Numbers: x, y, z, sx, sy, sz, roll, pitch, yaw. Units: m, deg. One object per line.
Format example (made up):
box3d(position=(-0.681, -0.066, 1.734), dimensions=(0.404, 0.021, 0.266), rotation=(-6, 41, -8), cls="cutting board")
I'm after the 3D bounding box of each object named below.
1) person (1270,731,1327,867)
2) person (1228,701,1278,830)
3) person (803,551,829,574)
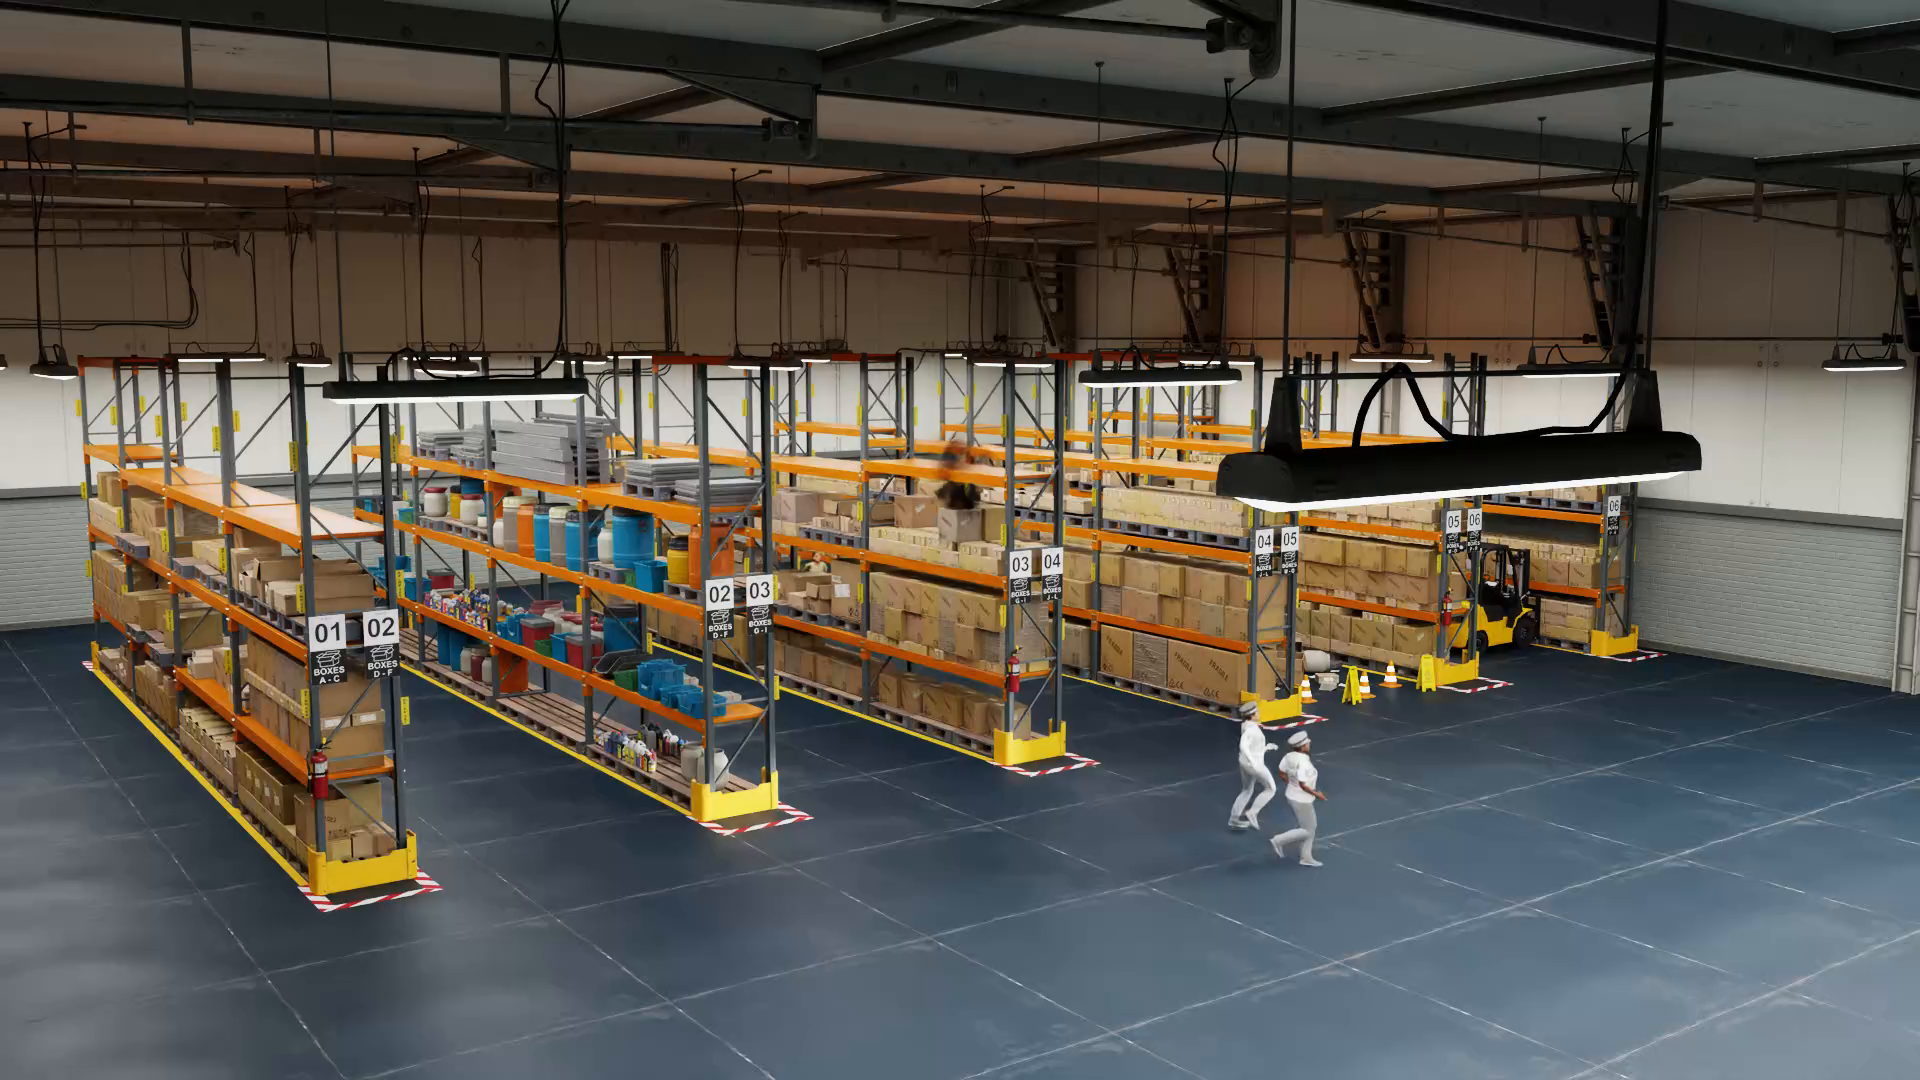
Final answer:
box3d(position=(4.023, 3.112, 19.913), dimensions=(0.711, 1.680, 0.577), rotation=(-2, 7, -13), cls="person")
box3d(position=(3.792, 2.898, 21.423), dimensions=(0.649, 1.673, 0.583), rotation=(-1, 7, -10), cls="person")
box3d(position=(-3.144, 1.085, 36.577), dimensions=(0.546, 1.731, 0.734), rotation=(-4, 8, -32), cls="person")
